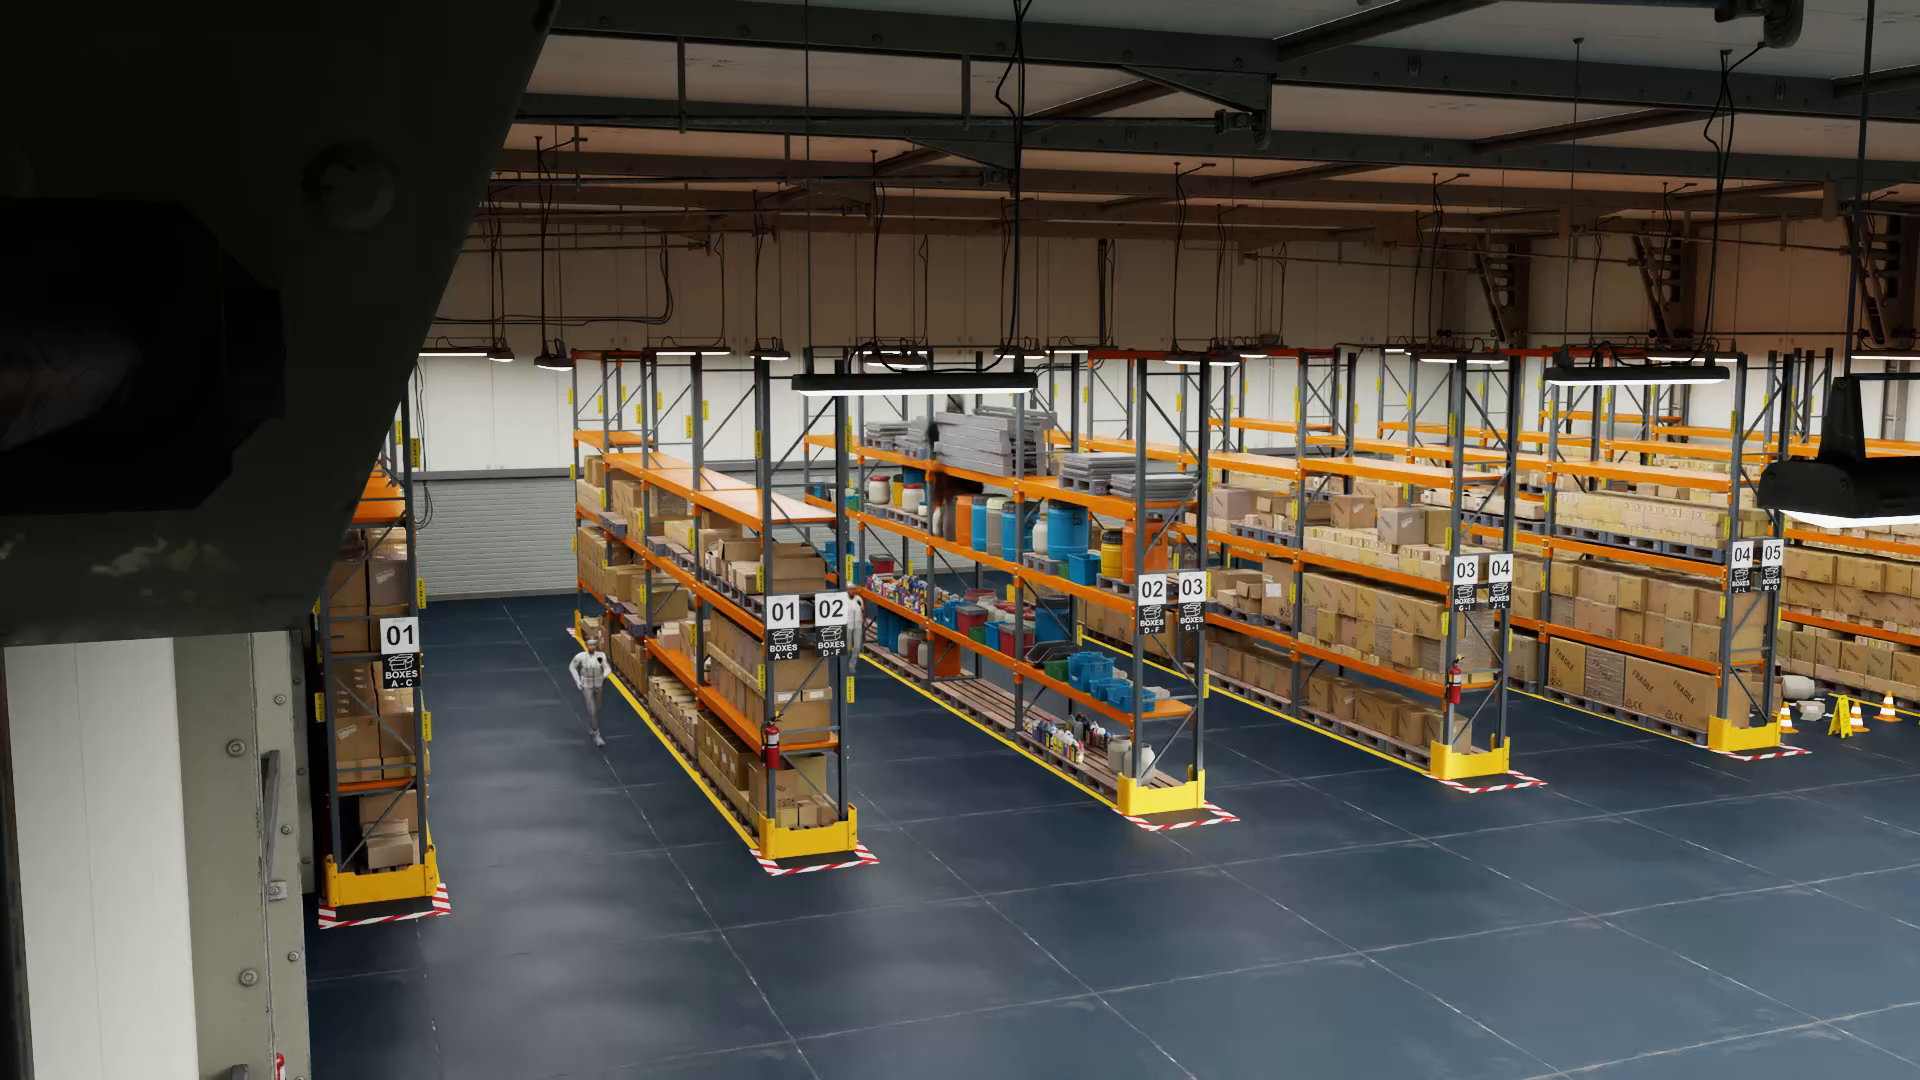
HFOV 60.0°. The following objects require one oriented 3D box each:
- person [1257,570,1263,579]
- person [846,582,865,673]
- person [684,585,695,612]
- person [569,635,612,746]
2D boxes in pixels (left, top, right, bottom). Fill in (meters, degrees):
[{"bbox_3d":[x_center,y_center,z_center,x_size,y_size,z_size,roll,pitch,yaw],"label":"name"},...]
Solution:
[{"bbox_3d":[5.775,1.419,32.939,0.653,1.689,0.746,-4,8,-28],"label":"person"},{"bbox_3d":[-1.946,1.566,29.690,0.595,1.642,0.516,-3,8,-23],"label":"person"},{"bbox_3d":[-5.791,1.067,35.597,0.840,1.685,0.624,4,8,30],"label":"person"},{"bbox_3d":[-5.718,2.290,25.807,0.624,1.687,0.839,-3,8,-25],"label":"person"}]
